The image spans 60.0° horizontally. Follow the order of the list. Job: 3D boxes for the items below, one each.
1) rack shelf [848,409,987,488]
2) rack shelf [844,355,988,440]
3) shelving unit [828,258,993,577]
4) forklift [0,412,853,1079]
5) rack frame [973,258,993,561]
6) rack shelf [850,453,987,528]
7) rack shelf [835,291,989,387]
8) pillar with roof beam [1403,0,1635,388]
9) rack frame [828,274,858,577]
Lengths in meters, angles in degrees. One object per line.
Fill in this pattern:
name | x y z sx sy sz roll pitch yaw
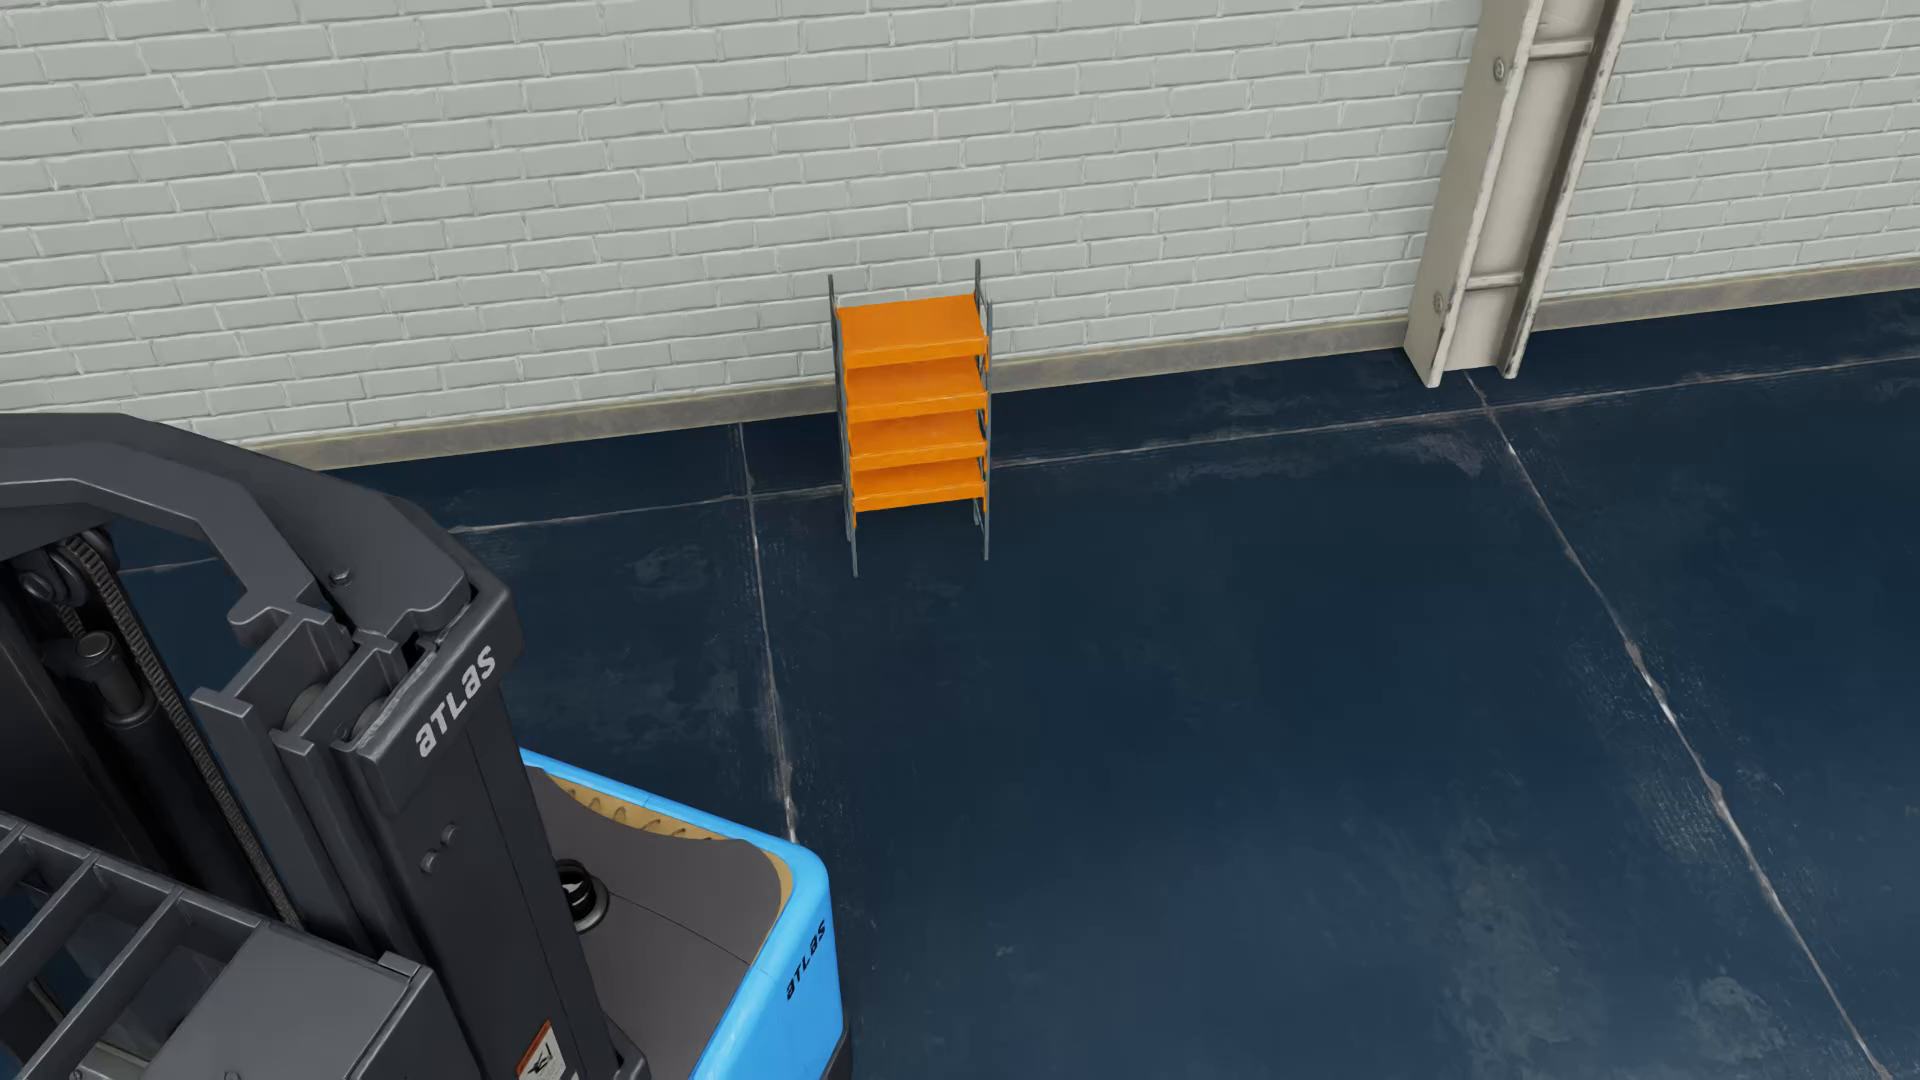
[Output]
rack shelf | -0.163 -0.349 5.847 0.480 0.148 0.258 -7 46 -7
rack shelf | -0.163 -0.504 5.686 0.480 0.148 0.258 -7 46 -7
shelving unit | -0.163 -0.396 5.798 0.503 1.200 0.258 -7 46 -7
forklift | -1.324 1.349 2.915 1.130 2.935 3.031 16 48 15
rack frame | 0.077 -0.426 5.827 0.015 1.200 0.240 -7 46 -7
rack shelf | -0.163 -0.212 5.990 0.480 0.148 0.258 -7 46 -7
rack shelf | -0.163 -0.669 5.515 0.480 0.148 0.258 -7 46 -7
pillar with roof beam | 2.826 -0.827 0.798 0.400 9.000 9.100 -7 46 -7
rack frame | -0.404 -0.366 5.769 0.015 1.200 0.240 -7 46 -7
